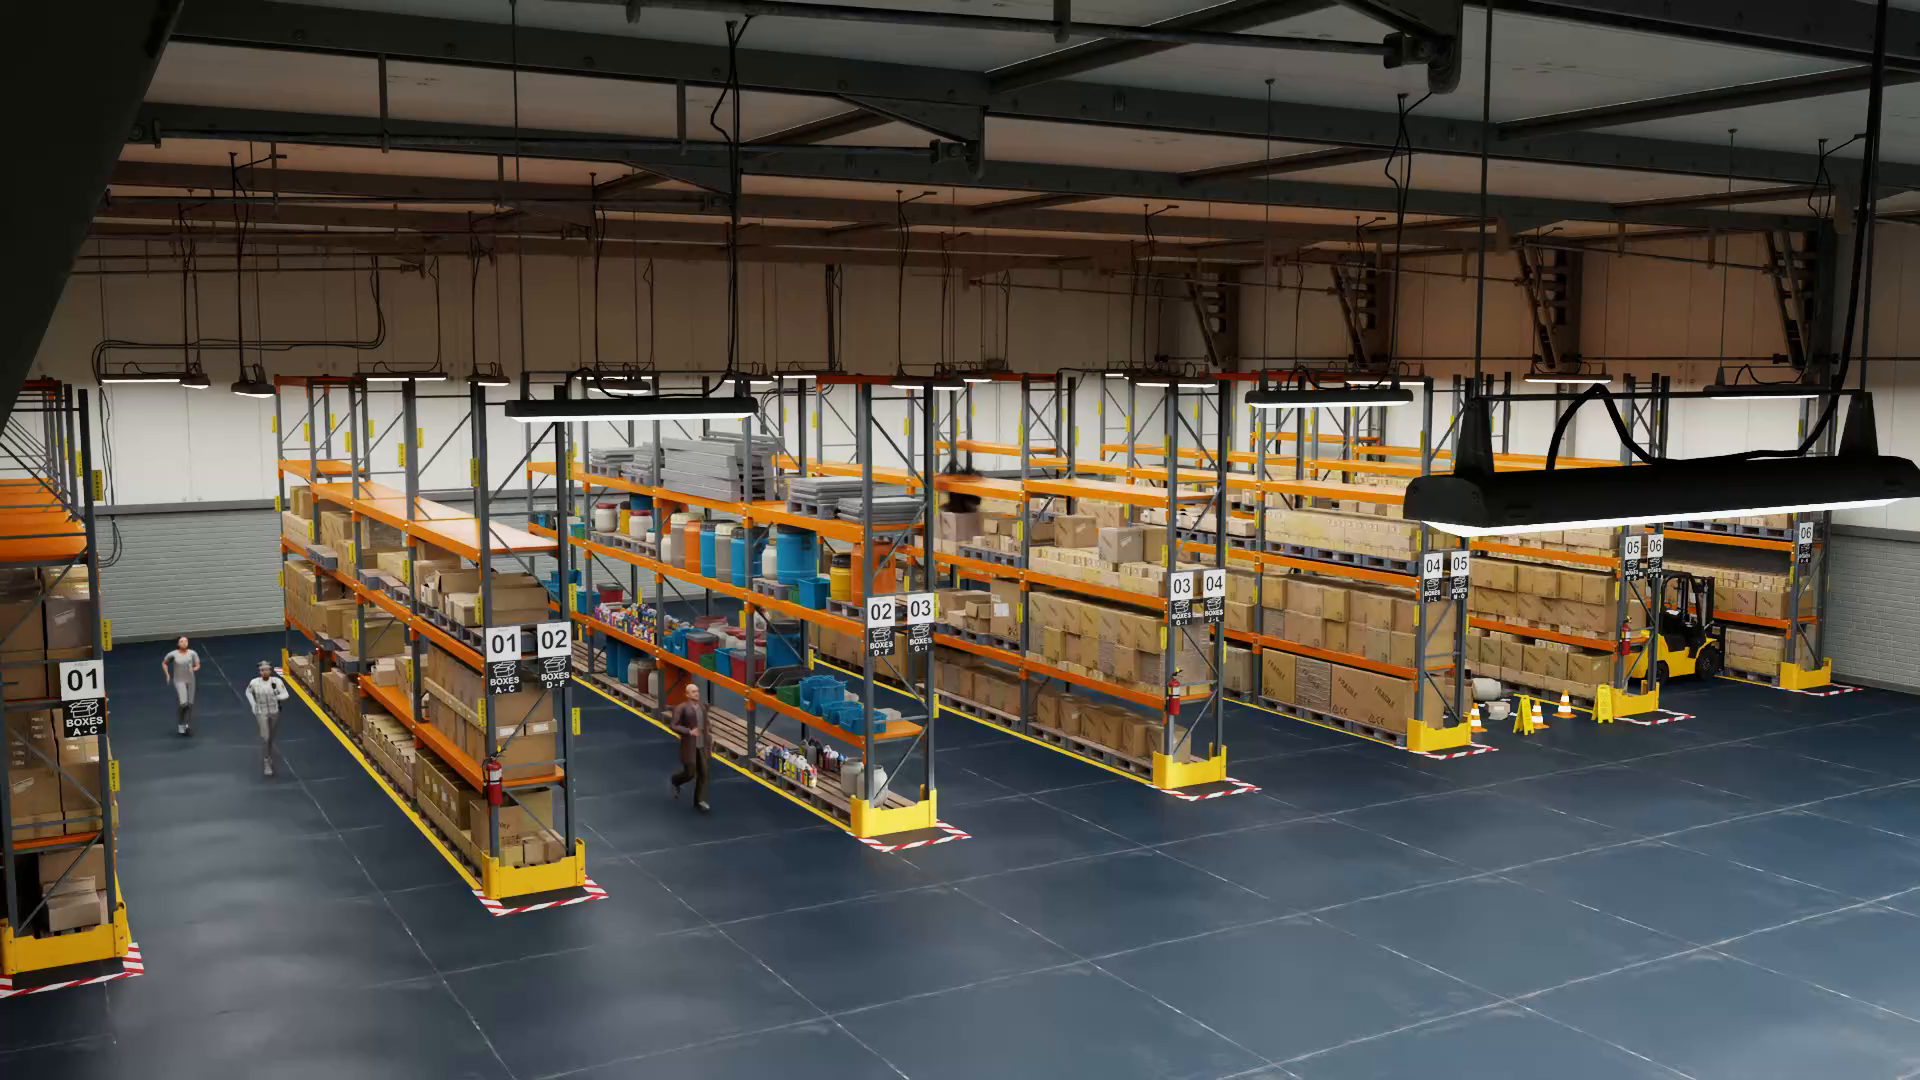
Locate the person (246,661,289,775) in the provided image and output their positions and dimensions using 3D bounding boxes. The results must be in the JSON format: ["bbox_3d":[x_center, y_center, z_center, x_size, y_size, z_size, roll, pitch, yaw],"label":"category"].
[{"bbox_3d":[-10.640,2.705,25.598,0.584,1.748,0.776,-4,7,-31],"label":"person"}]

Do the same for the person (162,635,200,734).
[{"bbox_3d":[-13.104,2.432,28.069,0.535,1.671,0.685,-5,8,-41],"label":"person"}]

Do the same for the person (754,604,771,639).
[{"bbox_3d":[-3.870,1.976,32.508,0.538,1.605,0.877,-5,8,-40],"label":"person"}]

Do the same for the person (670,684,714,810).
[{"bbox_3d":[-3.792,2.894,23.480,0.711,1.737,0.833,-6,9,-43],"label":"person"}]
